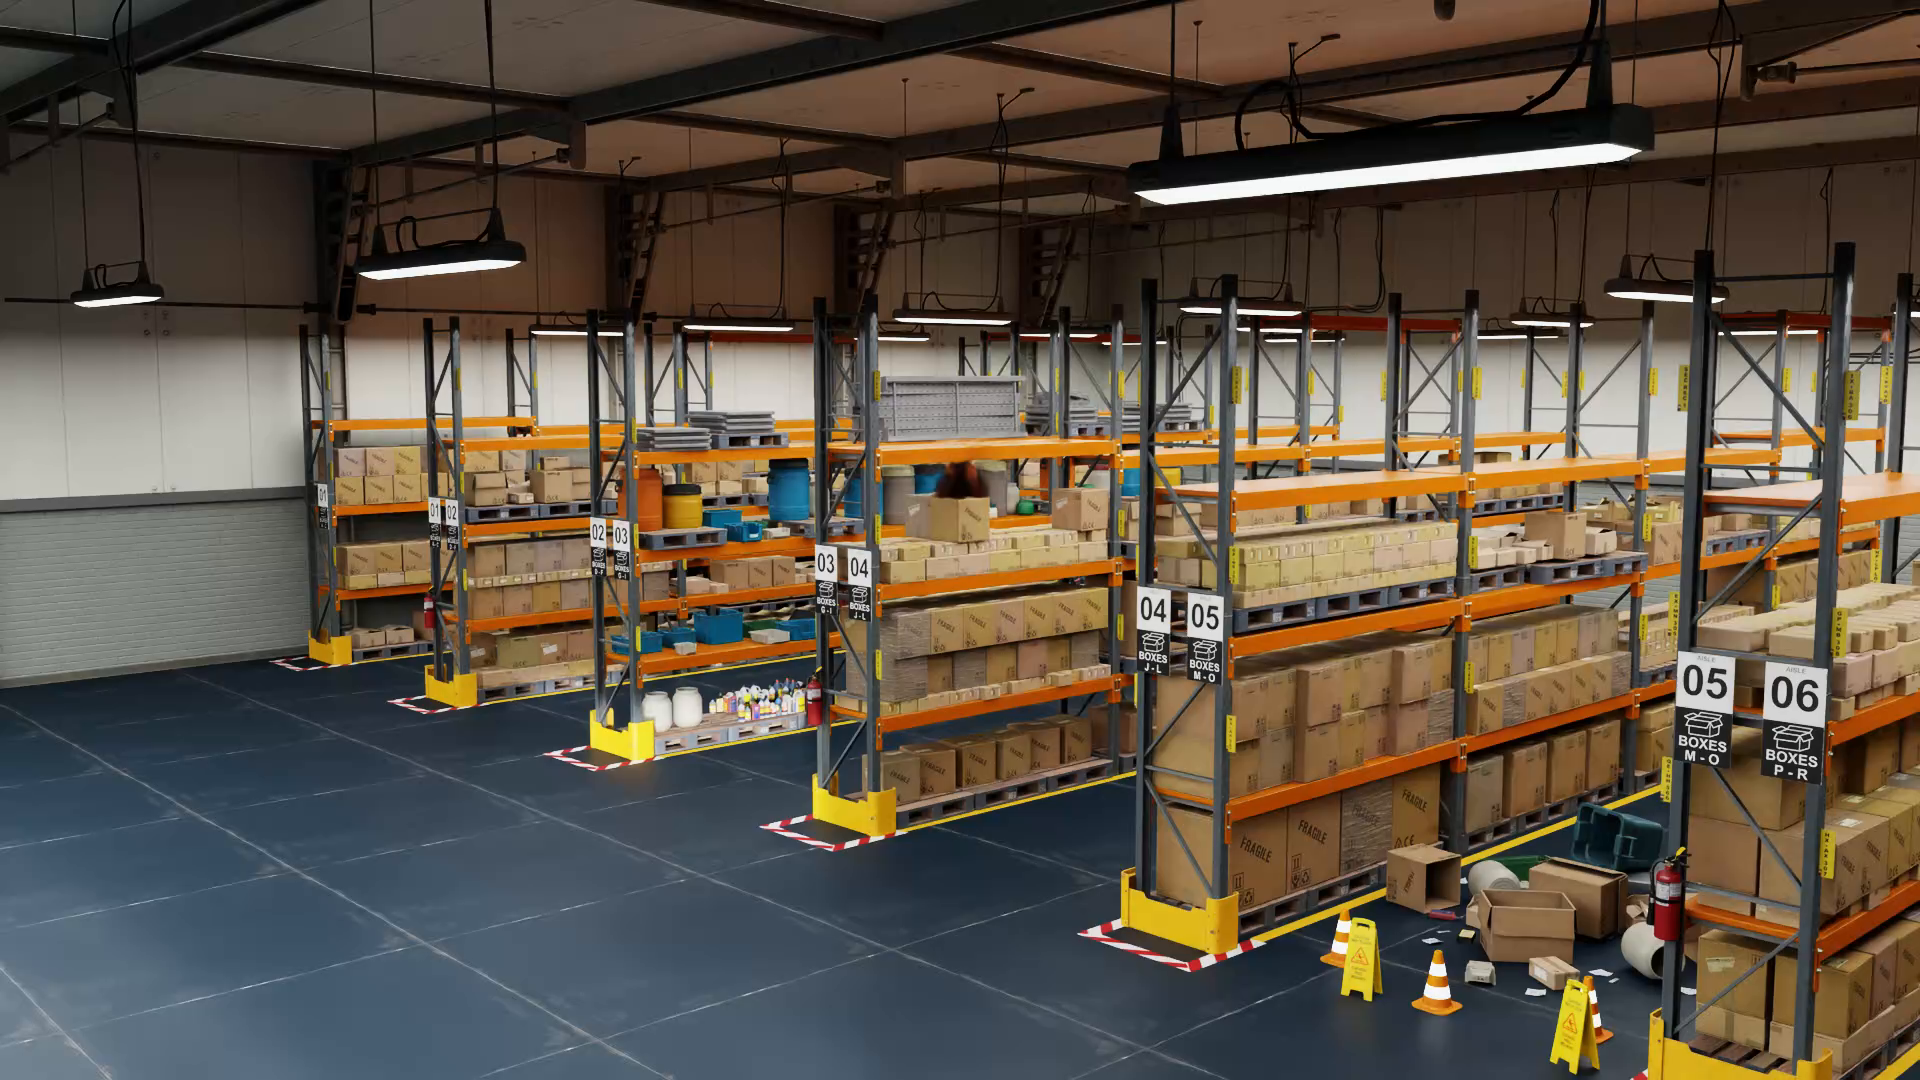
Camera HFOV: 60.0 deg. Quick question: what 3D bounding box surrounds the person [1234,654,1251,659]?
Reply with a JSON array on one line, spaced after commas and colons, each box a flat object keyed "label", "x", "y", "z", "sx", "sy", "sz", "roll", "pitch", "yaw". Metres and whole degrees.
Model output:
[{"label": "person", "x": 3.703, "y": 2.130, "z": 21.530, "sx": 0.601, "sy": 1.796, "sz": 0.434, "roll": -3, "pitch": 6, "yaw": -26}]

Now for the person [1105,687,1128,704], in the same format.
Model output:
[{"label": "person", "x": 2.214, "y": 1.826, "z": 24.328, "sx": 0.992, "sy": 1.741, "sz": 0.582, "roll": -5, "pitch": 8, "yaw": -43}]
